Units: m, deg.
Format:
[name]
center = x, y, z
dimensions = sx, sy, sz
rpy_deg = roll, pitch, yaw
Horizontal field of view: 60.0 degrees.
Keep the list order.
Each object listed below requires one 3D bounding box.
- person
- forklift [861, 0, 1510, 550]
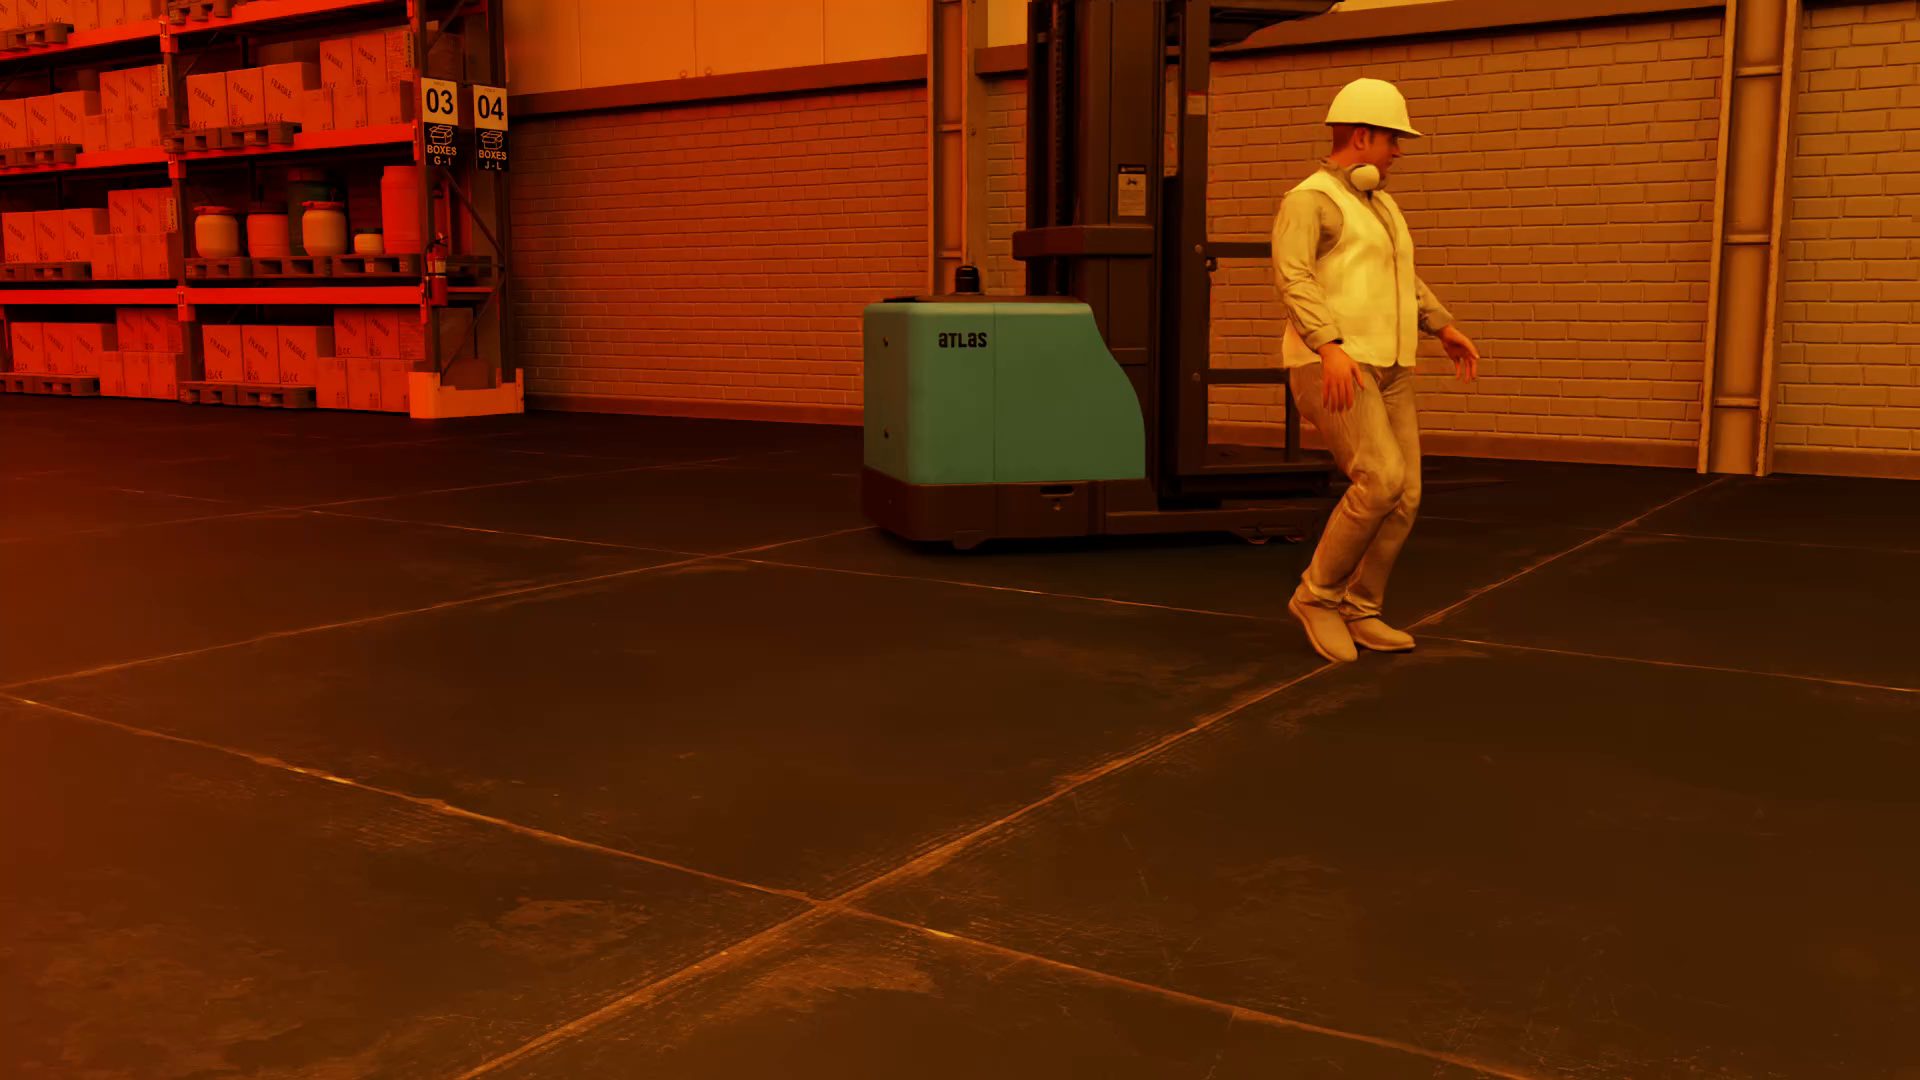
[person]
center = 1.281, -0.516, 5.126
dimensions = 0.805, 1.767, 0.498
rpy_deg = -7, 11, -40
[forklift]
center = 1.105, -1.500, 7.738
dimensions = 3.031, 2.935, 1.130
rpy_deg = -2, 8, -16
